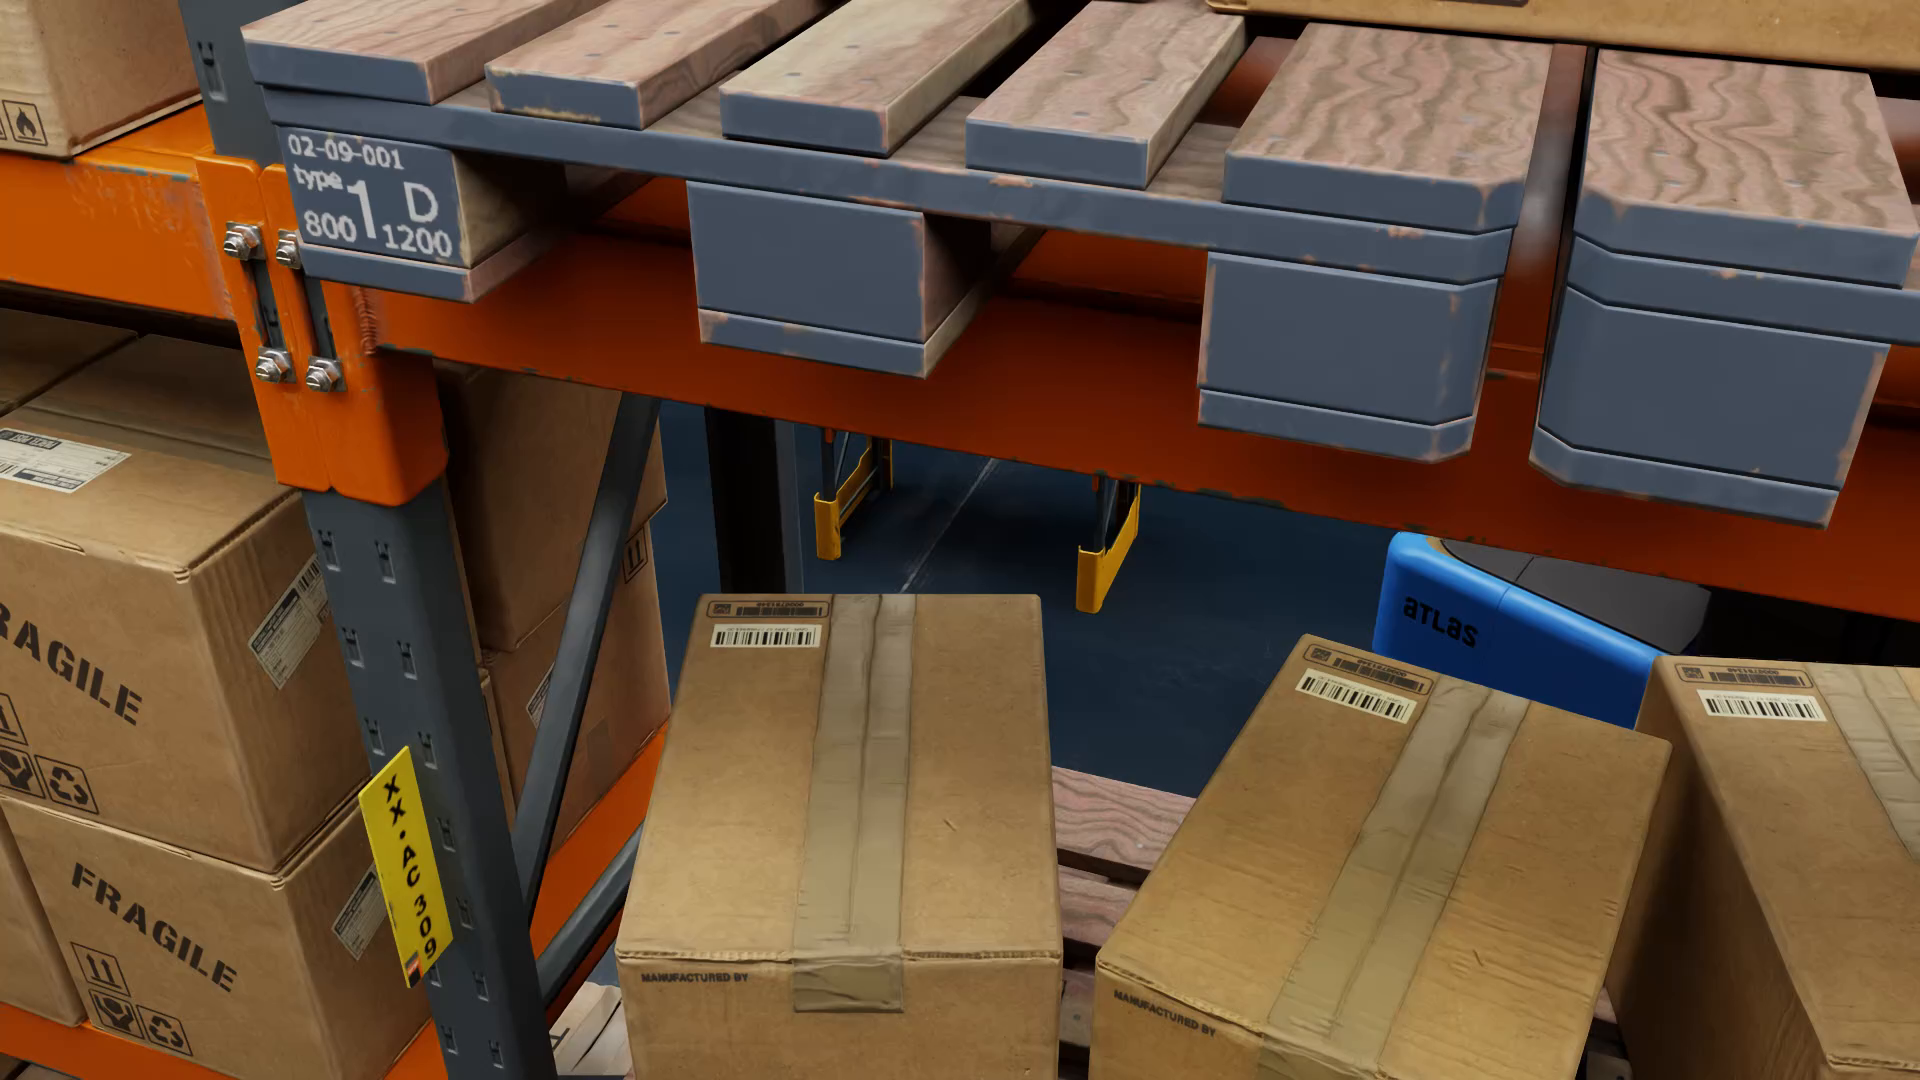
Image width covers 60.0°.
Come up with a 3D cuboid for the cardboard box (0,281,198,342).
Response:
[{"bbox_3d":[-1.339,-0.294,2.926,0.500,0.500,0.500,10,34,15],"label":"cardboard box"}]

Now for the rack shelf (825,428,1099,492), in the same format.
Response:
[{"bbox_3d":[0.080,-0.463,5.917,1.000,0.185,0.538,11,34,16],"label":"rack shelf"}]

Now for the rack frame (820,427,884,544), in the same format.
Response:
[{"bbox_3d":[-0.398,-0.707,5.963,0.032,1.500,0.500,11,34,16],"label":"rack frame"}]

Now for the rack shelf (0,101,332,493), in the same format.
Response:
[{"bbox_3d":[-2.387,-0.832,2.671,4.000,0.370,1.077,11,34,16],"label":"rack shelf"}]

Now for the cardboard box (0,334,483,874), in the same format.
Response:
[{"bbox_3d":[-1.068,0.070,2.362,0.500,0.500,0.500,11,34,17],"label":"cardboard box"}]

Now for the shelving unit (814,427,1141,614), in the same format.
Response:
[{"bbox_3d":[0.072,-0.616,5.822,1.083,1.500,0.587,11,34,16],"label":"shelving unit"}]

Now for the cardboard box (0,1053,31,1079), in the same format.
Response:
[{"bbox_3d":[-2.275,1.015,3.808,0.637,0.503,0.797,11,34,16],"label":"cardboard box"}]

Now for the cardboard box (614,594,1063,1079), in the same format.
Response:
[{"bbox_3d":[-0.134,0.475,2.270,0.500,0.500,0.700,0,33,0],"label":"cardboard box"}]

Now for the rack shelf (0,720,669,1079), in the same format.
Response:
[{"bbox_3d":[-2.387,0.428,3.484,4.000,0.370,1.077,11,34,16],"label":"rack shelf"}]

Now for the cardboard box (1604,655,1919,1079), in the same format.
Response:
[{"bbox_3d":[1.180,0.566,2.129,0.500,0.500,0.700,3,33,4],"label":"cardboard box"}]

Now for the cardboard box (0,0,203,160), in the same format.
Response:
[{"bbox_3d":[-1.052,-0.658,1.877,0.500,0.250,0.500,11,34,16],"label":"cardboard box"}]

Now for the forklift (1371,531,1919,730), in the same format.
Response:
[{"bbox_3d":[2.490,0.048,3.473,1.130,2.935,3.031,-28,42,-36],"label":"forklift"}]

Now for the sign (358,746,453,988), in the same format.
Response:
[{"bbox_3d":[-0.680,0.407,2.056,0.005,0.325,0.100,11,34,16],"label":"sign"}]

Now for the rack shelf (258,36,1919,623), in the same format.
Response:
[{"bbox_3d":[1.379,-0.100,1.537,4.000,0.370,1.077,11,34,16],"label":"rack shelf"}]

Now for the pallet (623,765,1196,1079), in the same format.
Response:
[{"bbox_3d":[0.211,0.775,2.461,1.213,0.211,1.003,11,34,16],"label":"pallet"}]

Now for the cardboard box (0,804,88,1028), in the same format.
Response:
[{"bbox_3d":[-1.547,0.396,2.779,0.500,0.500,0.500,12,35,18],"label":"cardboard box"}]

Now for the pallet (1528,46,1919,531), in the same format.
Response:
[{"bbox_3d":[1.063,-0.346,1.428,1.003,0.211,1.213,11,34,16],"label":"pallet"}]

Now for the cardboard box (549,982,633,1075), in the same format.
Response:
[{"bbox_3d":[-0.826,1.250,3.622,0.500,0.311,0.500,11,34,16],"label":"cardboard box"}]

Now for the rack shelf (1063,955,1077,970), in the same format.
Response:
[{"bbox_3d":[1.379,1.160,2.350,4.000,0.370,1.077,11,34,16],"label":"rack shelf"}]

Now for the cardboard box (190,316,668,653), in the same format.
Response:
[{"bbox_3d":[-0.853,-0.200,2.780,0.500,0.500,0.500,12,35,18],"label":"cardboard box"}]

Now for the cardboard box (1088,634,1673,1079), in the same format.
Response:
[{"bbox_3d":[0.535,0.568,2.125,0.500,0.500,0.700,17,36,24],"label":"cardboard box"}]

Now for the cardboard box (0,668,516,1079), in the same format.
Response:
[{"bbox_3d":[-1.061,0.490,2.634,0.500,0.500,0.500,12,35,17],"label":"cardboard box"}]

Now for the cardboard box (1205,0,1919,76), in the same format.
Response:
[{"bbox_3d":[0.582,-0.788,1.368,0.600,0.600,0.600,11,34,16],"label":"cardboard box"}]

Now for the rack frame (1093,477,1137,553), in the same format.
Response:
[{"bbox_3d":[0.559,-0.521,5.675,0.032,1.500,0.500,11,34,16],"label":"rack frame"}]

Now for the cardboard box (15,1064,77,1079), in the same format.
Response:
[{"bbox_3d":[-1.842,1.340,3.482,0.500,0.311,0.500,11,34,16],"label":"cardboard box"}]

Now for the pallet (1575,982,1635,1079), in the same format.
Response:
[{"bbox_3d":[1.429,0.951,2.188,1.213,0.211,1.003,11,34,16],"label":"pallet"}]

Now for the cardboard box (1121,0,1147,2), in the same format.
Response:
[{"bbox_3d":[-0.055,-0.899,1.539,0.600,0.600,0.600,8,34,12],"label":"cardboard box"}]

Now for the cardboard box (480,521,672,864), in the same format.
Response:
[{"bbox_3d":[-0.892,0.218,3.055,0.500,0.500,0.500,12,35,18],"label":"cardboard box"}]

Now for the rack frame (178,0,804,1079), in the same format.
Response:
[{"bbox_3d":[-0.505,0.494,2.720,0.053,2.616,0.949,11,34,16],"label":"rack frame"}]

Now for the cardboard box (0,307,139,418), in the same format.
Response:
[{"bbox_3d":[-1.551,-0.023,2.506,0.500,0.500,0.500,10,34,16],"label":"cardboard box"}]

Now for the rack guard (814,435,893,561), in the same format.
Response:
[{"bbox_3d":[-0.397,-0.182,6.302,0.087,0.250,0.587,11,34,16],"label":"rack guard"}]

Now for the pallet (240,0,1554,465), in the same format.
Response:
[{"bbox_3d":[0.086,-0.534,1.719,1.003,0.211,1.213,11,34,16],"label":"pallet"}]

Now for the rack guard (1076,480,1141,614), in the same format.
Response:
[{"bbox_3d":[0.541,0.000,6.019,0.087,0.250,0.587,11,34,16],"label":"rack guard"}]
